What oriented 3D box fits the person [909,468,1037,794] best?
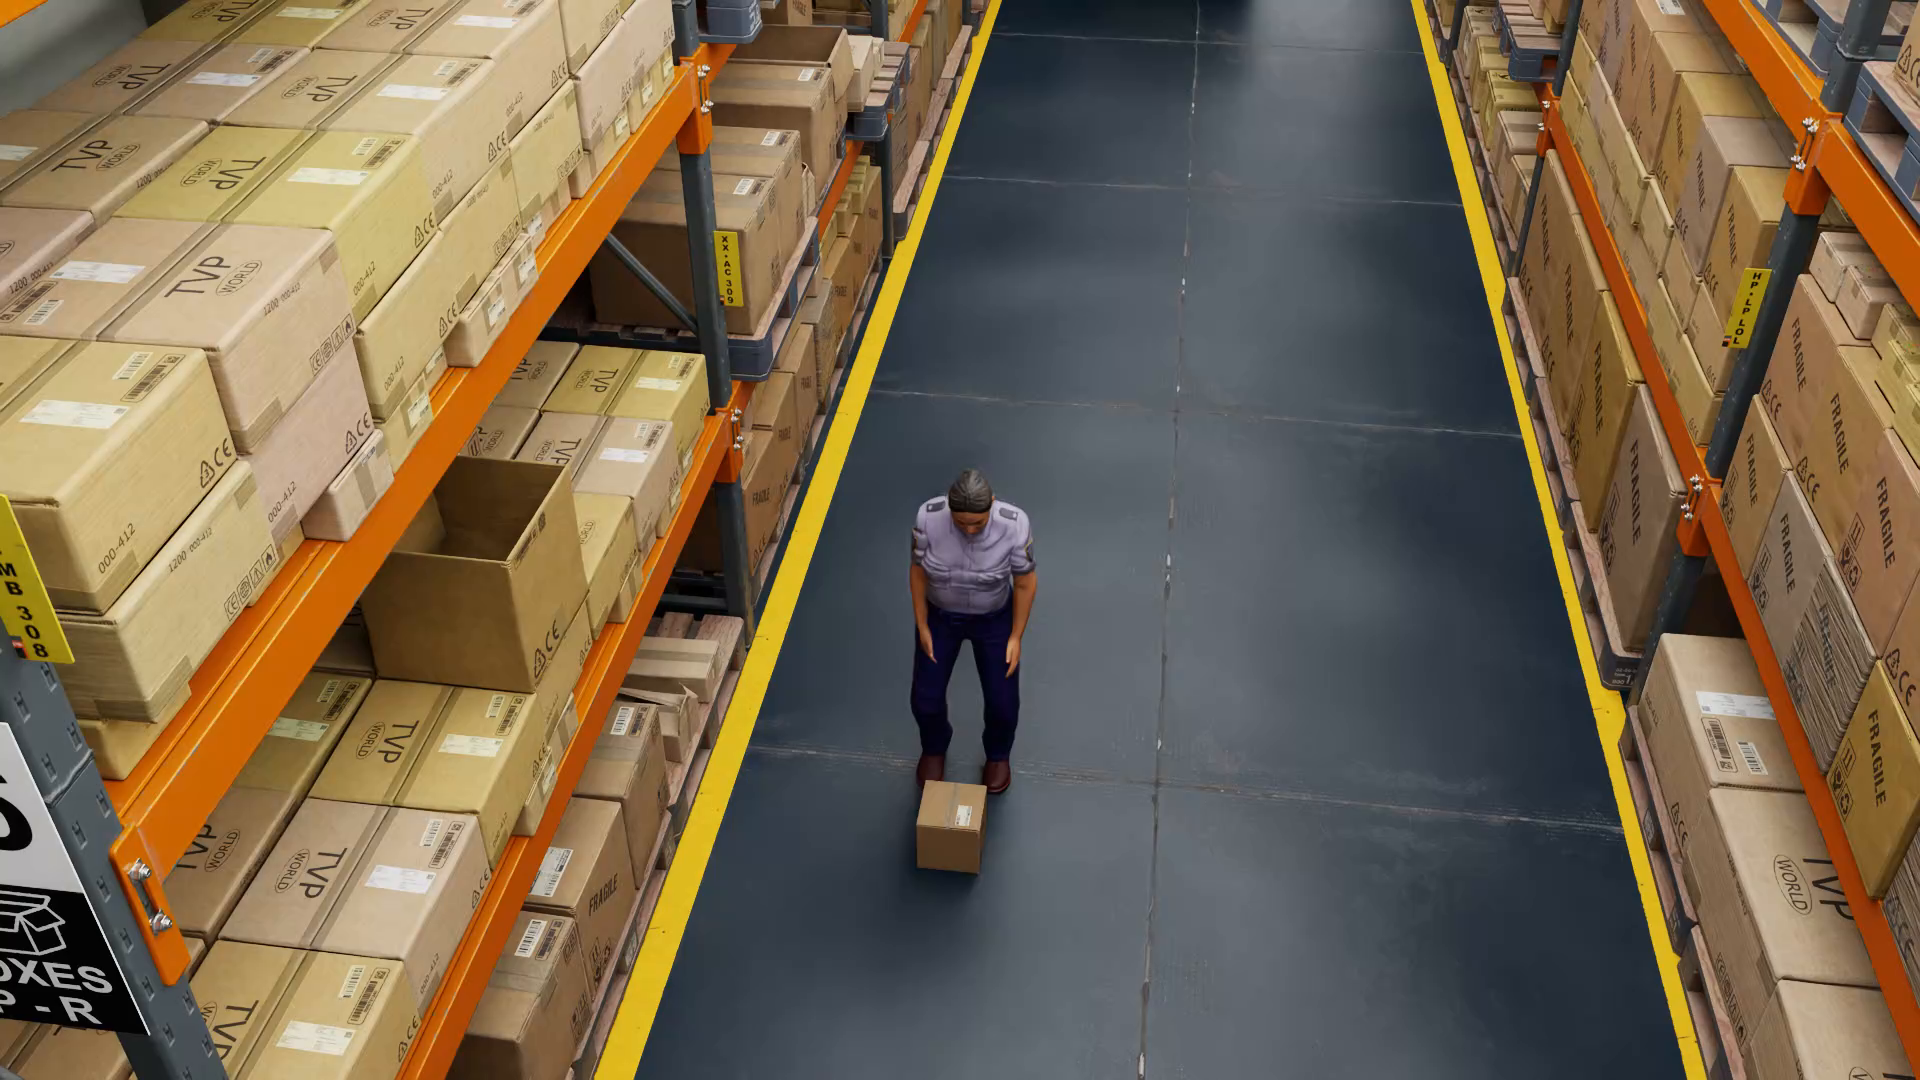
[{"bbox_3d":[0.053,0.340,6.652,0.504,1.587,0.426,5,37,7],"label":"person"}]
